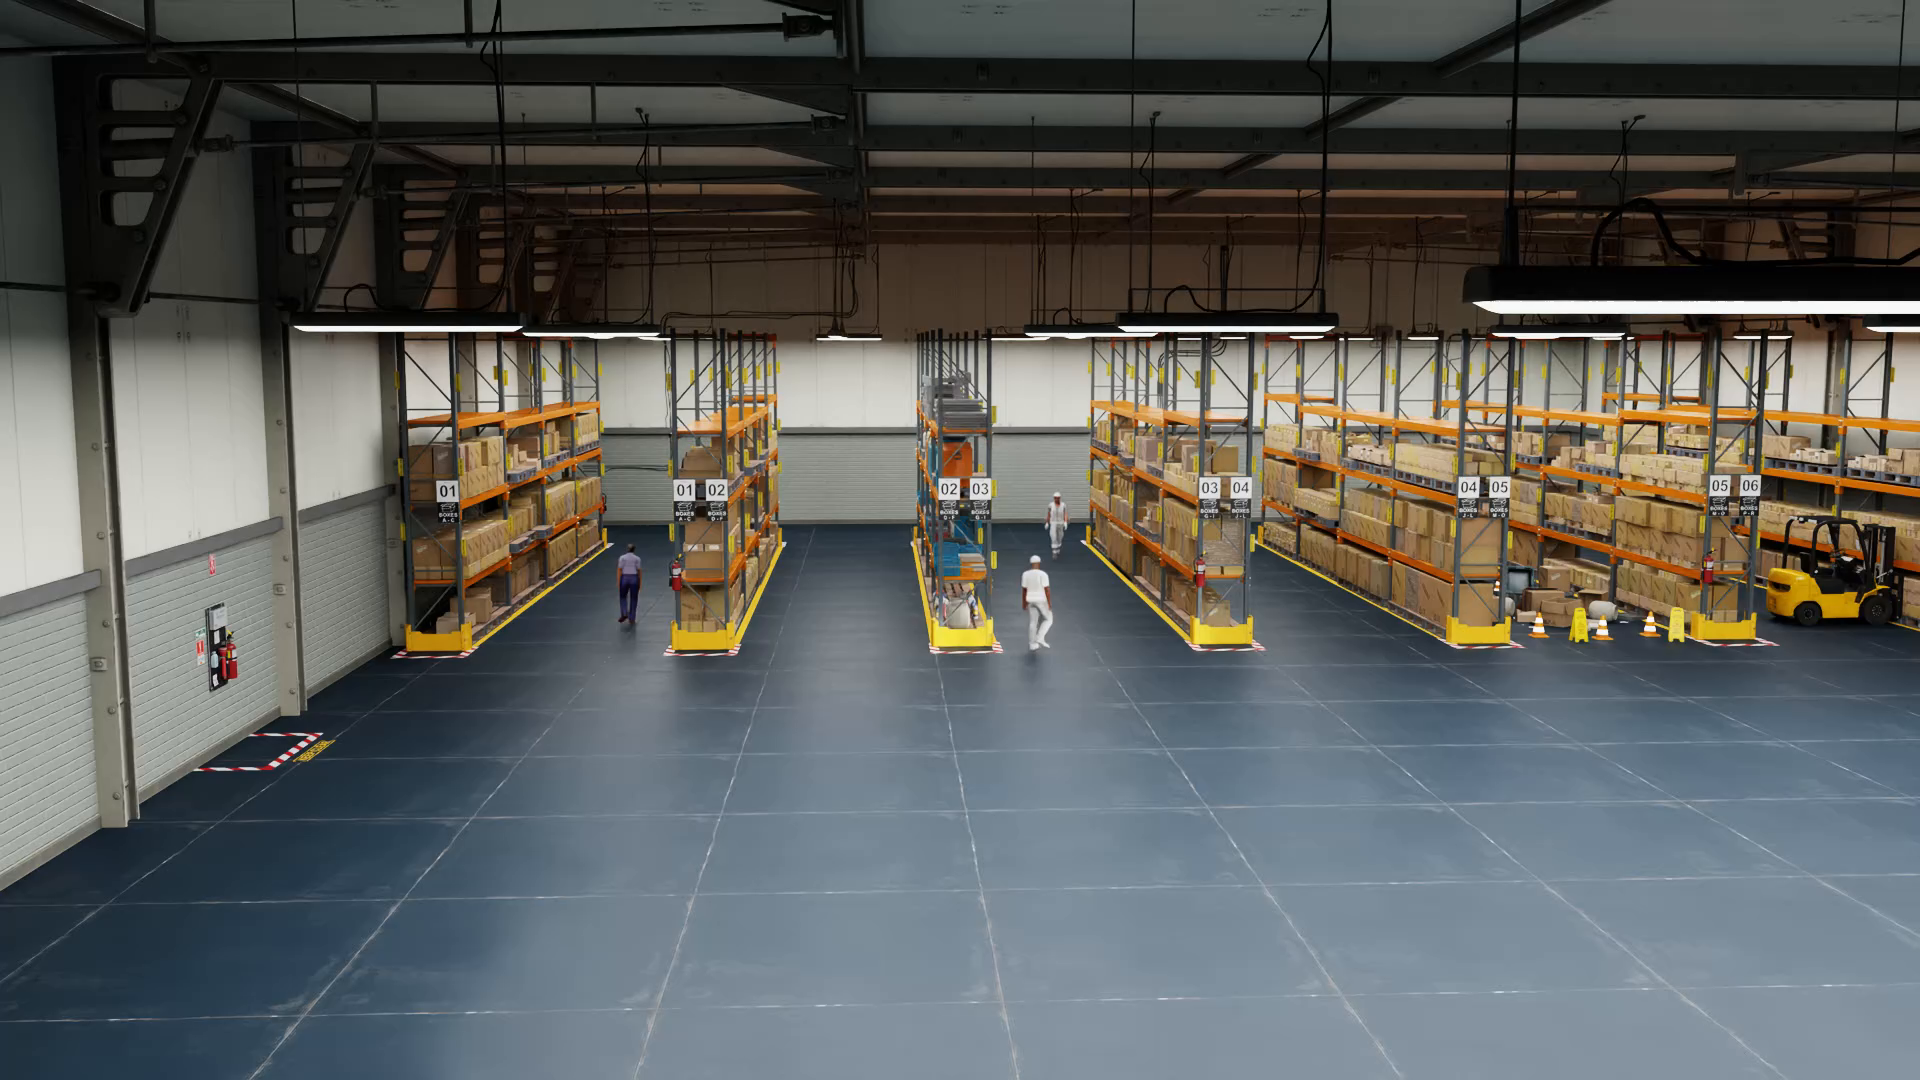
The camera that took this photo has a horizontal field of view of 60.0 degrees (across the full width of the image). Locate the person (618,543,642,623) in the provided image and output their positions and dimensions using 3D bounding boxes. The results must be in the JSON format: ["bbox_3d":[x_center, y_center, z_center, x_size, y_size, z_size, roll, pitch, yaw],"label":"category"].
[{"bbox_3d":[-6.769,0.883,34.133,0.510,1.642,0.418,-1,7,-5],"label":"person"}]

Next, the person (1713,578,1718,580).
[{"bbox_3d":[16.492,0.606,36.458,0.584,1.671,0.765,-1,7,-10],"label":"person"}]

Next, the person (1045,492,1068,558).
[{"bbox_3d":[2.618,-0.414,44.519,0.569,1.720,1.050,-1,7,-7],"label":"person"}]

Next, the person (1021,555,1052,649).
[{"bbox_3d":[1.435,1.163,31.242,0.676,1.750,0.466,5,8,37],"label":"person"}]
